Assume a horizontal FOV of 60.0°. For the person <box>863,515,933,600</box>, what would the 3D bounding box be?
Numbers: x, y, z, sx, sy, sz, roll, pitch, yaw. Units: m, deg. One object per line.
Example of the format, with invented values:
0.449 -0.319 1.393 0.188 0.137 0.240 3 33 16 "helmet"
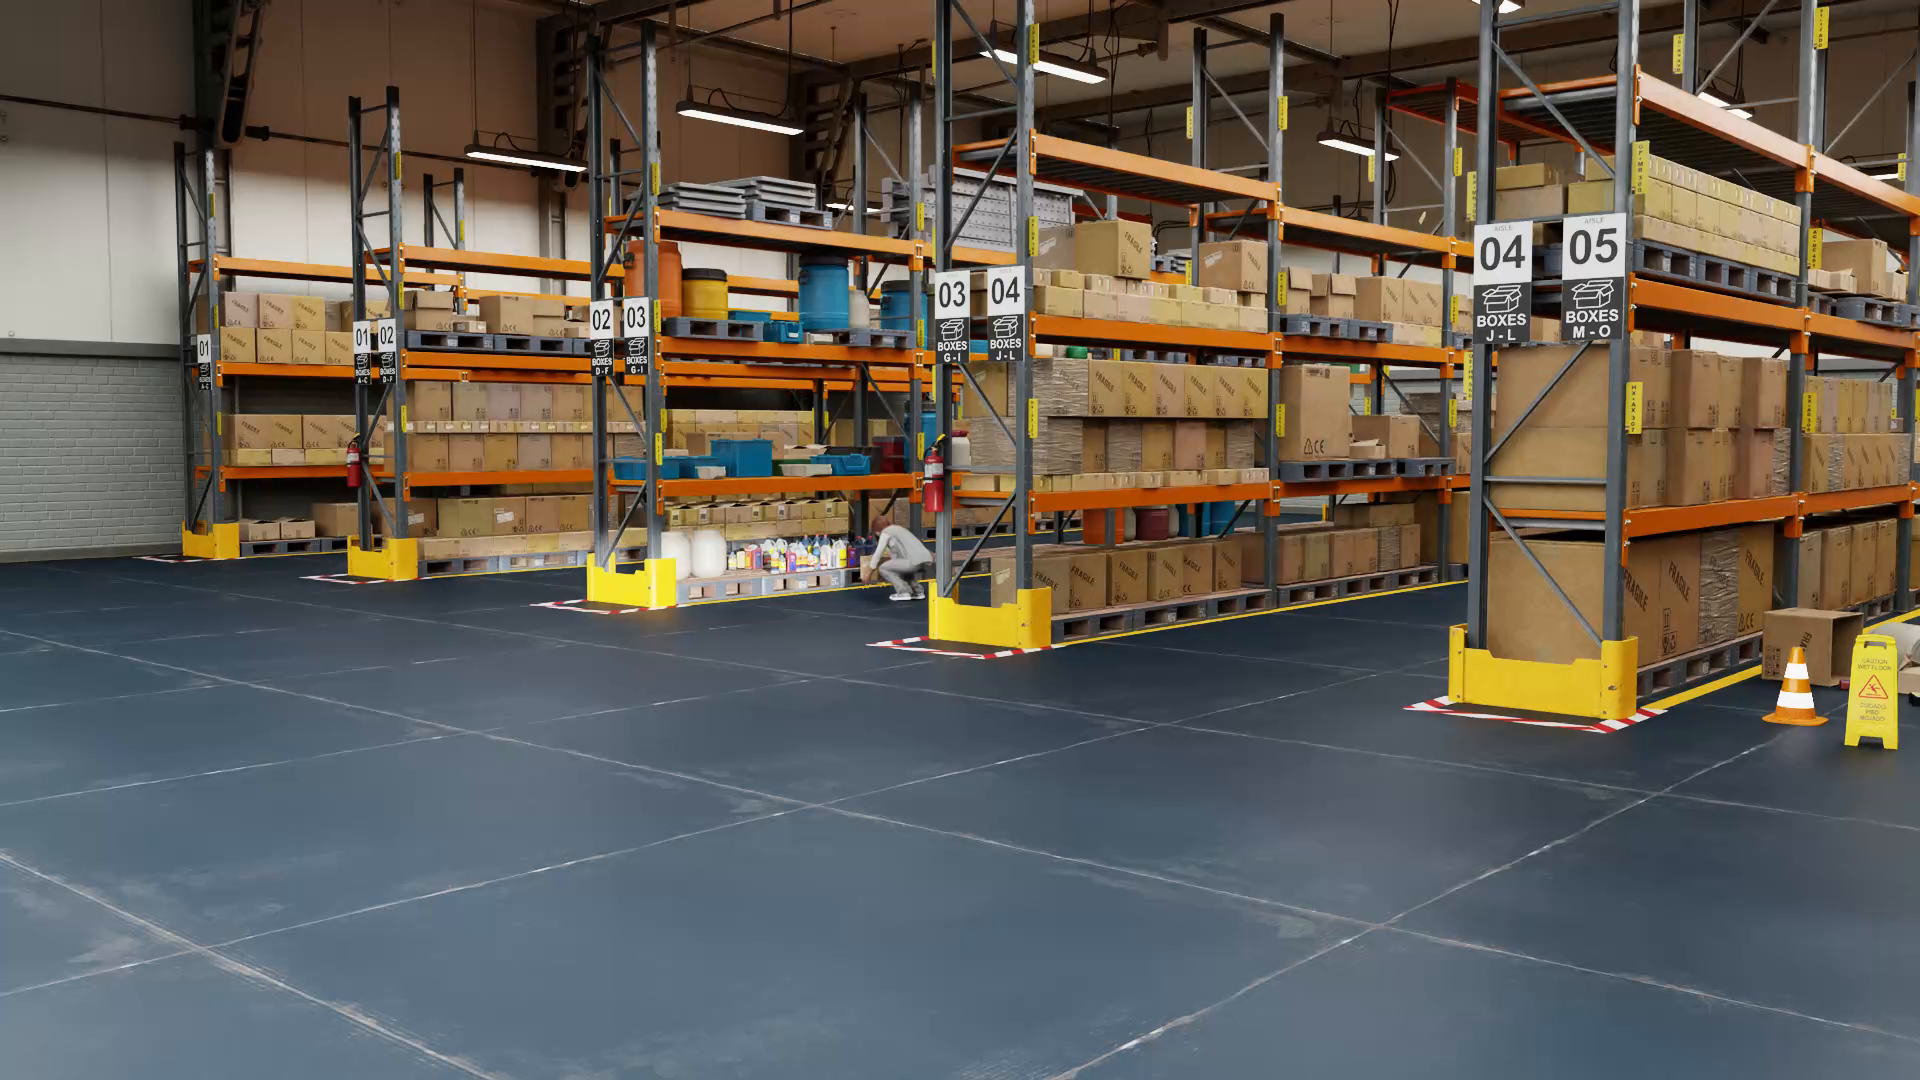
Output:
-0.670 0.194 18.087 0.825 0.911 0.425 3 5 40 "person"
